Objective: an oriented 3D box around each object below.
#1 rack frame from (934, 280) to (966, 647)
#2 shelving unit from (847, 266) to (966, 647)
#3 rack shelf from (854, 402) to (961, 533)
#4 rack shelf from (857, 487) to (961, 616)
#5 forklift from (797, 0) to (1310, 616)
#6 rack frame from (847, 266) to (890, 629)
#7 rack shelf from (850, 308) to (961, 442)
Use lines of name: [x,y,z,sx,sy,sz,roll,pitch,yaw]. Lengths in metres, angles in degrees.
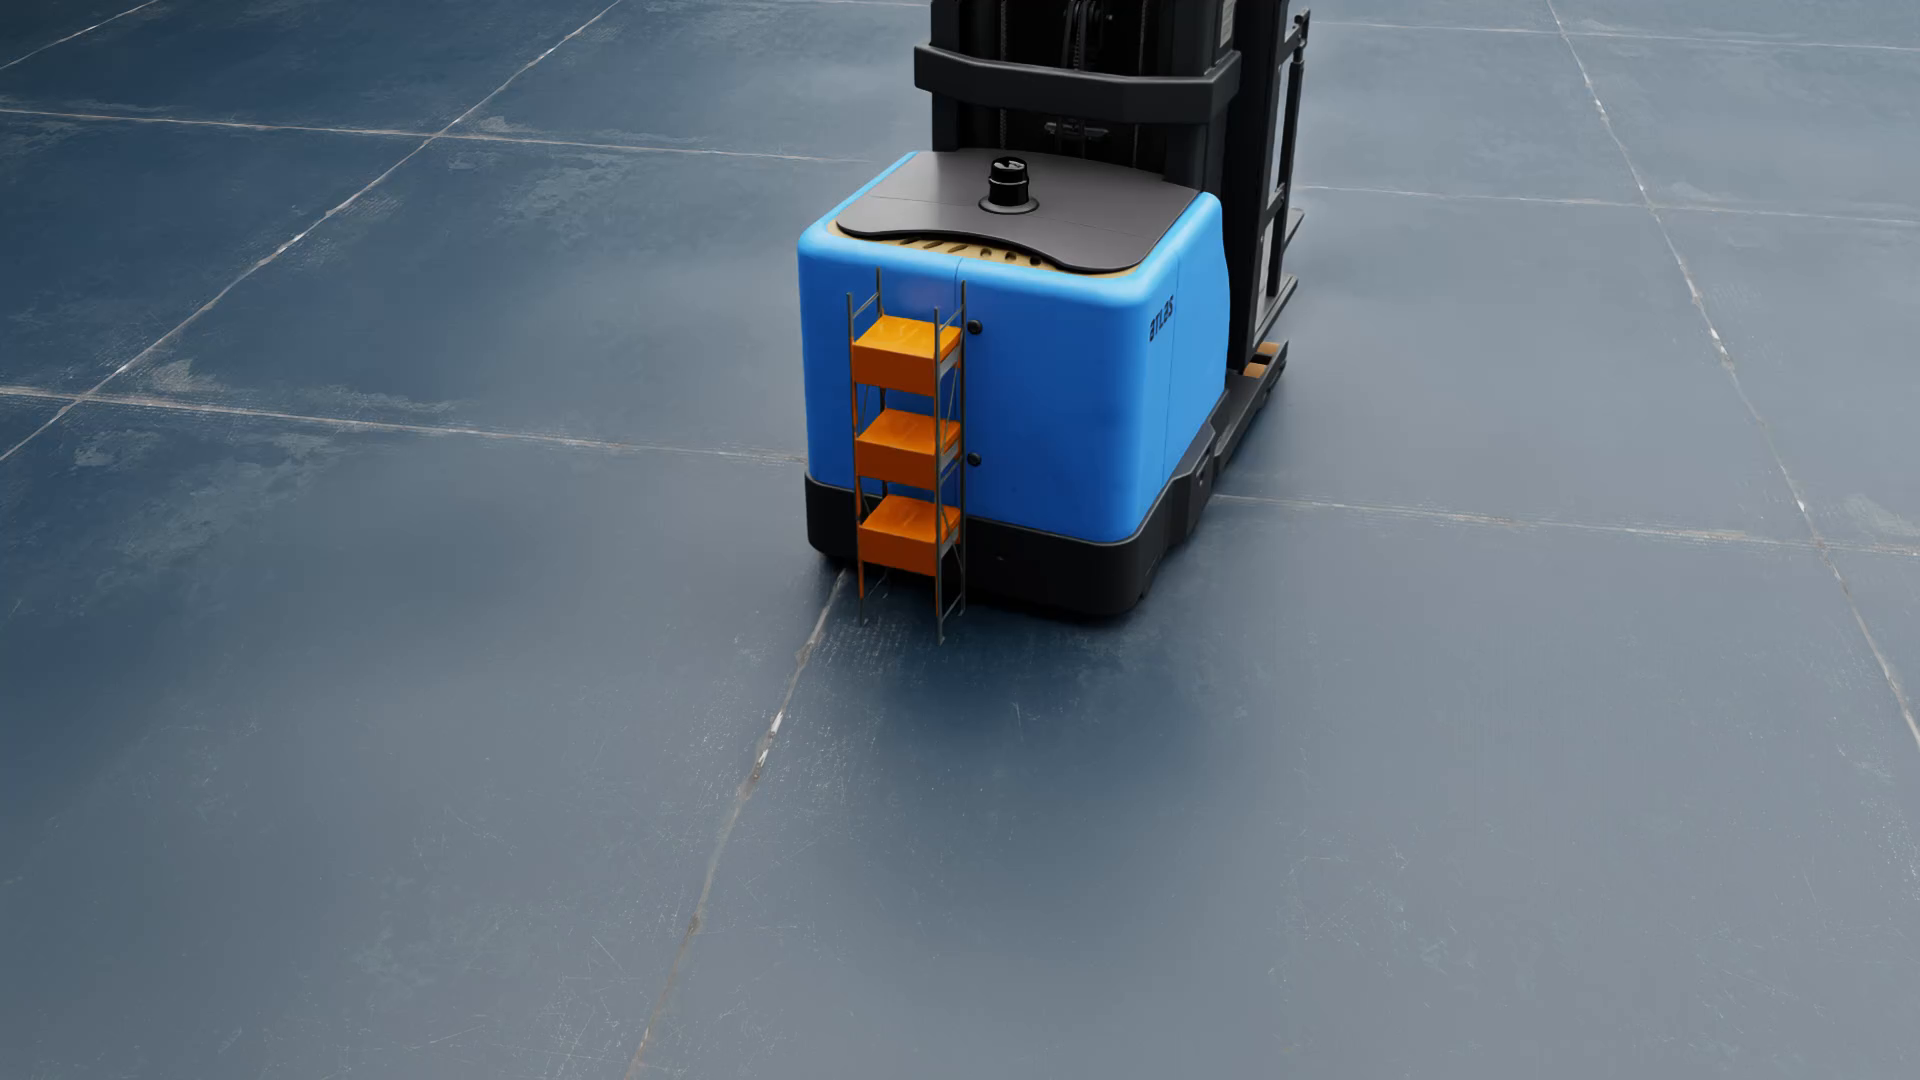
rack frame: [-0.025,-0.189,4.562,0.008,1.050,0.200,12,34,18]
shelving unit: [-0.138,-0.213,4.600,0.252,1.050,0.215,12,34,18]
rack shelf: [-0.138,-0.204,4.606,0.240,0.259,0.215,12,34,18]
rack shelf: [-0.138,0.032,4.754,0.240,0.259,0.215,12,34,18]
forklift: [0.567,-1.794,5.354,1.130,2.935,3.031,13,34,19]
rack frame: [-0.251,-0.237,4.639,0.008,1.050,0.200,12,34,18]
rack shelf: [-0.138,-0.444,4.455,0.240,0.259,0.215,12,34,18]
